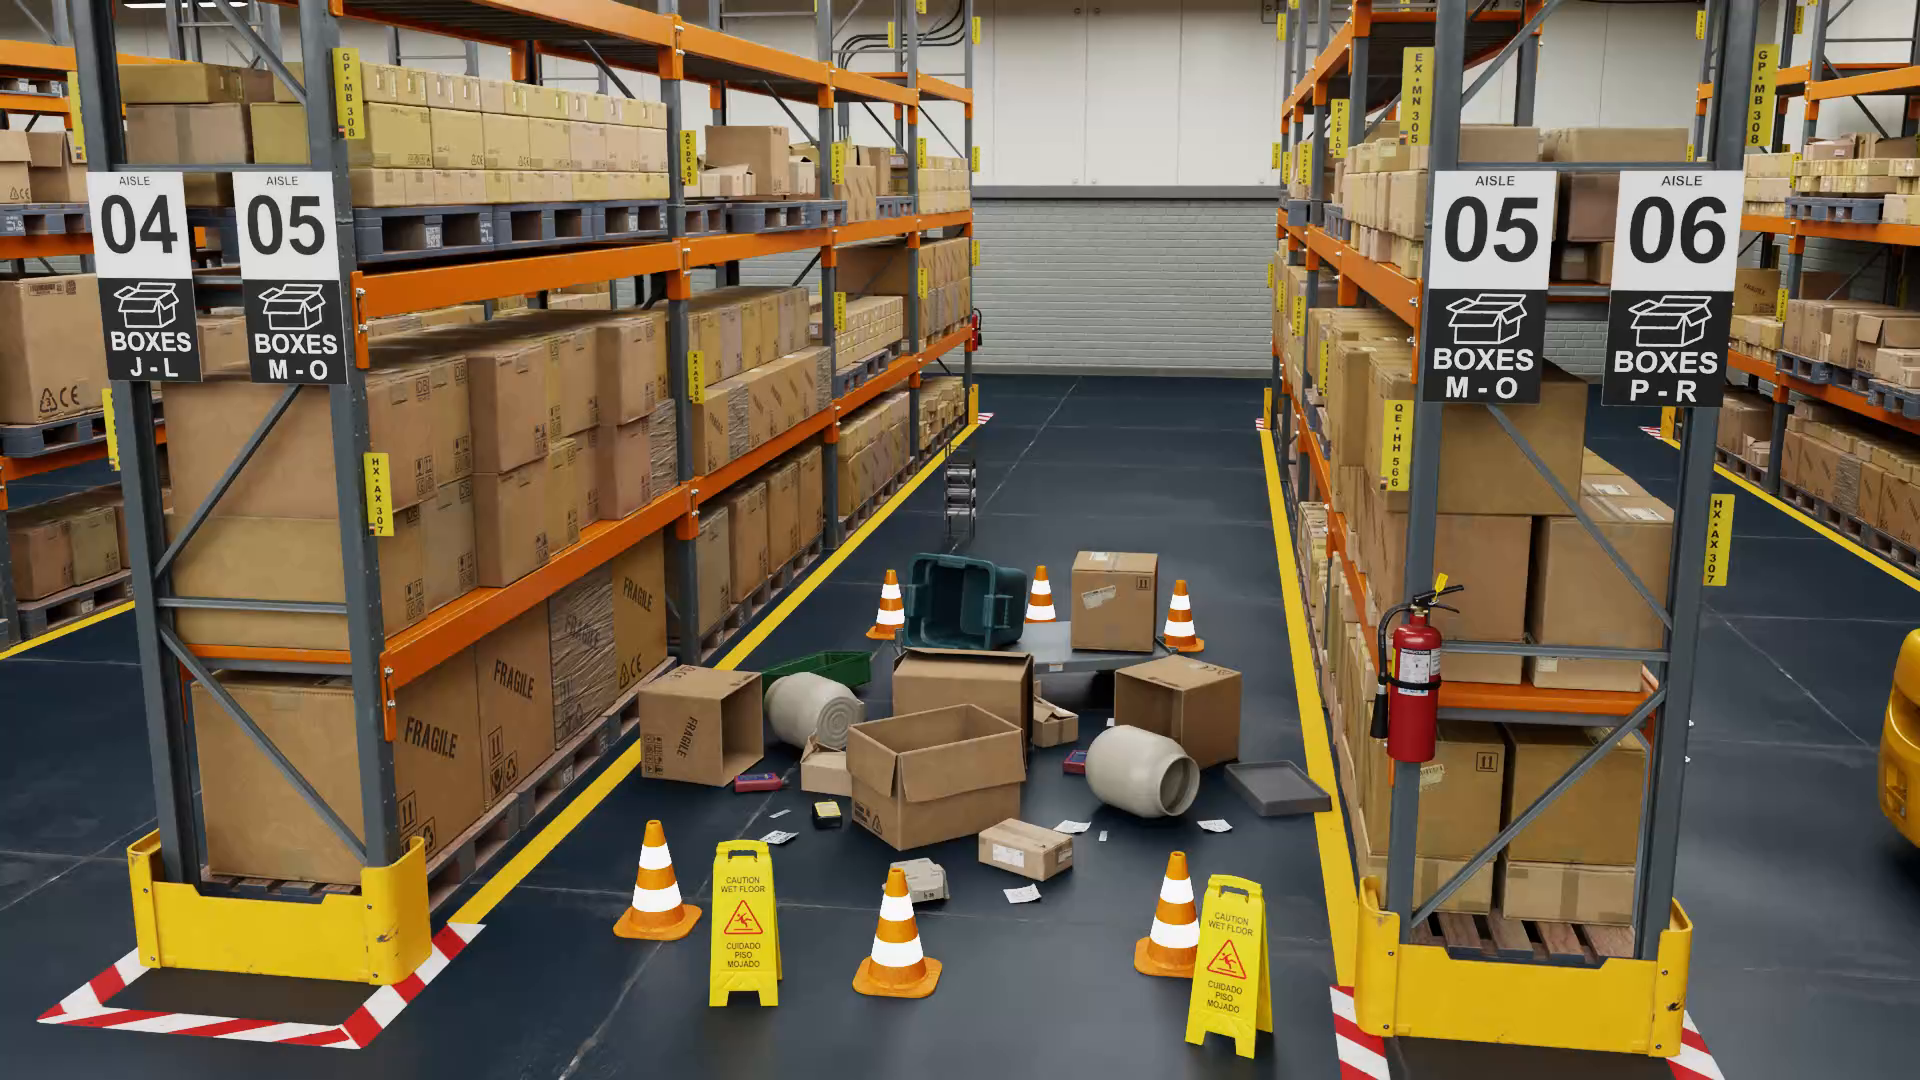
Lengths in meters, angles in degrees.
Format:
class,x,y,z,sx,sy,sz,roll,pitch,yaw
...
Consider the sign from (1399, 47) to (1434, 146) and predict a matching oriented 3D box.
class,x,y,z,sx,sy,sz,roll,pitch,yaw
sign,1.560,-1.515,5.684,0.100,0.325,0.005,2,12,9

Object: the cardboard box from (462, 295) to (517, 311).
class,x,y,z,sx,sy,sz,roll,pitch,yaw
cardboard box,-5.515,-2.943,19.401,0.500,0.500,0.500,2,12,9

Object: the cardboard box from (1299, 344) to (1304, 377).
class,x,y,z,sx,sy,sz,roll,pitch,yaw
cardboard box,3.159,-1.540,14.187,0.500,0.250,0.500,2,12,8

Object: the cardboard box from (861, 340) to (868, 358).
class,x,y,z,sx,sy,sz,roll,pitch,yaw
cardboard box,-1.101,-1.844,16.029,0.380,0.149,0.250,2,12,9

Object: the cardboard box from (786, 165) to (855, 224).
class,x,y,z,sx,sy,sz,roll,pitch,yaw
cardboard box,-1.220,-3.024,14.549,0.500,0.500,0.500,2,12,9

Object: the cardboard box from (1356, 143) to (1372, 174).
class,x,y,z,sx,sy,sz,roll,pitch,yaw
cardboard box,2.222,-1.942,8.466,0.380,0.149,0.250,2,12,8

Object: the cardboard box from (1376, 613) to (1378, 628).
class,x,y,z,sx,sy,sz,roll,pitch,yaw
cardboard box,1.942,0.335,6.916,0.380,0.149,0.250,2,12,8

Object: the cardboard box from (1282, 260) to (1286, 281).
class,x,y,z,sx,sy,sz,roll,pitch,yaw
cardboard box,3.837,-2.842,18.452,0.500,0.500,0.500,2,12,8

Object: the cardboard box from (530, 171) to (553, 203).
class,x,y,z,sx,sy,sz,roll,pitch,yaw
cardboard box,-2.199,-1.708,8.041,0.380,0.149,0.250,2,12,9

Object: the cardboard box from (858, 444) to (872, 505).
class,x,y,z,sx,sy,sz,roll,pitch,yaw
cardboard box,-1.136,-0.626,15.714,0.500,0.500,0.500,2,12,9

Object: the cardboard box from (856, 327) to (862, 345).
class,x,y,z,sx,sy,sz,roll,pitch,yaw
cardboard box,-1.143,-1.937,15.757,0.380,0.149,0.250,2,12,9

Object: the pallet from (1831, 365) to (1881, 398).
class,x,y,z,sx,sy,sz,roll,pitch,yaw
pallet,8.536,-1.411,14.874,1.003,0.211,1.213,2,12,9

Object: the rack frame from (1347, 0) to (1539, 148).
class,x,y,z,sx,sy,sz,roll,pitch,yaw
rack frame,2.721,-3.360,9.222,1.000,3.000,0.127,2,12,9

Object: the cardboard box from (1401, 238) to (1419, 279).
class,x,y,z,sx,sy,sz,roll,pitch,yaw
cardboard box,1.890,-1.074,6.333,0.380,0.149,0.250,2,12,9

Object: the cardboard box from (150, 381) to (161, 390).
class,x,y,z,sx,sy,sz,roll,pitch,yaw
cardboard box,-6.446,-1.364,13.526,0.396,0.266,0.258,2,12,7

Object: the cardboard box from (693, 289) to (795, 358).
class,x,y,z,sx,sy,sz,roll,pitch,yaw
cardboard box,-1.726,-1.738,13.328,0.700,0.500,0.500,2,12,8

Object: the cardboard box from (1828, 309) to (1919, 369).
class,x,y,z,sx,sy,sz,roll,pitch,yaw
cardboard box,8.360,-1.822,15.092,0.700,0.500,0.500,2,12,8

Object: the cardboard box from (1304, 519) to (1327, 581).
class,x,y,z,sx,sy,sz,roll,pitch,yaw
cardboard box,3.134,0.091,12.692,0.950,0.372,0.625,2,12,8

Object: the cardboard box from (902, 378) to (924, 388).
class,x,y,z,sx,sy,sz,roll,pitch,yaw
cardboard box,-0.680,-2.007,21.546,0.380,0.149,0.250,2,12,10

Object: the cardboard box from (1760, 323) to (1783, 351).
class,x,y,z,sx,sy,sz,roll,pitch,yaw
cardboard box,8.694,-2.118,17.352,0.500,0.250,0.500,2,12,10

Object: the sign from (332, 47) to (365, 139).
class,x,y,z,sx,sy,sz,roll,pitch,yaw
sign,-2.254,-1.647,6.131,0.100,0.325,0.005,2,12,9

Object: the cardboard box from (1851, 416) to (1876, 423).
class,x,y,z,sx,sy,sz,roll,pitch,yaw
cardboard box,9.085,-1.147,16.591,0.380,0.149,0.250,1,12,6

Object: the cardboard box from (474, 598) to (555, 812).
class,x,y,z,sx,sy,sz,roll,pitch,yaw
cardboard box,-2.629,0.773,8.332,0.875,0.875,0.875,2,12,8

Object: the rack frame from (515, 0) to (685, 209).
class,x,y,z,sx,sy,sz,roll,pitch,yaw
rack frame,-2.186,-3.499,9.869,1.000,3.000,0.127,2,12,9

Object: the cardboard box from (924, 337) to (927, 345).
class,x,y,z,sx,sy,sz,roll,pitch,yaw
cardboard box,-0.586,-2.327,19.267,0.380,0.149,0.250,1,12,6

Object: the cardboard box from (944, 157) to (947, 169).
class,x,y,z,sx,sy,sz,roll,pitch,yaw
cardboard box,-0.360,-4.498,19.848,0.380,0.149,0.250,2,12,7

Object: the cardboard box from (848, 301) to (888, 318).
class,x,y,z,sx,sy,sz,roll,pitch,yaw
cardboard box,-0.947,-2.351,16.968,0.380,0.149,0.250,2,12,8

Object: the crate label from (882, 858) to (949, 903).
class,x,y,z,sx,sy,sz,roll,pitch,yaw
crate label,-0.193,1.543,7.508,0.250,0.136,0.298,-5,13,-21

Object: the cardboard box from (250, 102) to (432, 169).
class,x,y,z,sx,sy,sz,roll,pitch,yaw
cardboard box,-2.473,-1.618,6.678,0.500,0.250,0.500,2,12,9

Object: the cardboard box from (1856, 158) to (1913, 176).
class,x,y,z,sx,sy,sz,roll,pitch,yaw
cardboard box,8.198,-3.305,14.744,0.380,0.149,0.250,2,12,9

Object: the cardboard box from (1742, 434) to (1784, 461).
class,x,y,z,sx,sy,sz,roll,pitch,yaw
cardboard box,8.707,-1.001,18.010,0.396,0.266,0.258,2,12,11

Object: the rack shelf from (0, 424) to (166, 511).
class,x,y,z,sx,sy,sz,roll,pitch,yaw
rack shelf,-6.764,-0.813,13.352,1.077,0.370,4.000,2,12,9

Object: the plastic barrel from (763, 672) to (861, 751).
class,x,y,z,sx,sy,sz,roll,pitch,yaw
plastic barrel,-0.845,0.979,9.446,0.421,0.421,0.512,-10,16,-40

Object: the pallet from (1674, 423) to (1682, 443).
class,x,y,z,sx,sy,sz,roll,pitch,yaw
pallet,9.338,-1.220,20.153,1.003,0.211,1.213,2,12,9

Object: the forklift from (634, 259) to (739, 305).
class,x,y,z,sx,sy,sz,roll,pitch,yaw
forklift,-2.842,-1.926,16.975,1.130,2.935,3.031,2,12,8

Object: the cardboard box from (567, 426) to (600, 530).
class,x,y,z,sx,sy,sz,roll,pitch,yaw
cardboard box,-2.493,-0.339,9.088,0.875,0.550,0.550,2,12,9

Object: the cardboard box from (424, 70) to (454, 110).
class,x,y,z,sx,sy,sz,roll,pitch,yaw
cardboard box,-2.357,-1.886,6.972,0.380,0.149,0.250,2,12,8

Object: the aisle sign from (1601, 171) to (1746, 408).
class,x,y,z,sx,sy,sz,roll,pitch,yaw
aisle sign,2.402,-0.842,5.610,0.394,0.787,0.004,2,12,9

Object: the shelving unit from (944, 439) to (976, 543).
class,x,y,z,sx,sy,sz,roll,pitch,yaw
shelving unit,0.001,-0.442,14.906,0.258,0.900,0.210,2,12,9

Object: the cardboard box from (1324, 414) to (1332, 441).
class,x,y,z,sx,sy,sz,roll,pitch,yaw
cardboard box,2.589,-0.735,10.881,0.380,0.149,0.250,2,12,8

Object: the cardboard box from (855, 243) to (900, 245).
class,x,y,z,sx,sy,sz,roll,pitch,yaw
cardboard box,-0.984,-3.235,19.568,0.500,0.500,0.500,2,12,10

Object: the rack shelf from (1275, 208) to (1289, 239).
class,x,y,z,sx,sy,sz,roll,pitch,yaw
rack shelf,4.259,-3.623,19.273,1.077,0.370,4.000,2,12,9

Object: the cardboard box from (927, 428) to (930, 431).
class,x,y,z,sx,sy,sz,roll,pitch,yaw
cardboard box,-0.554,-1.217,19.293,0.380,0.149,0.250,2,12,8

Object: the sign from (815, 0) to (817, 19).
class,x,y,z,sx,sy,sz,roll,pitch,yaw
sign,-1.489,-5.681,17.589,0.100,0.325,0.005,2,12,9

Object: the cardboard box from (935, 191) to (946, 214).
class,x,y,z,sx,sy,sz,roll,pitch,yaw
cardboard box,-0.456,-3.925,19.321,0.500,0.250,0.500,2,12,11

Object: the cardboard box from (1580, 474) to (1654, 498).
class,x,y,z,sx,sy,sz,roll,pitch,yaw
cardboard box,2.529,0.014,6.865,0.500,0.500,0.500,2,12,10

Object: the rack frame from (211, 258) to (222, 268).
class,x,y,z,sx,sy,sz,roll,pitch,yaw
rack frame,-10.120,-3.406,23.680,1.000,3.000,0.127,2,12,9

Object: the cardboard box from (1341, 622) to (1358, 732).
class,x,y,z,sx,sy,sz,roll,pitch,yaw
cardboard box,2.211,0.679,8.472,0.500,0.500,0.500,3,12,12

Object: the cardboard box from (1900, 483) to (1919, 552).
class,x,y,z,sx,sy,sz,roll,pitch,yaw
cardboard box,8.094,-0.178,13.635,0.500,0.500,0.500,2,12,10

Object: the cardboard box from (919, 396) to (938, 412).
class,x,y,z,sx,sy,sz,roll,pitch,yaw
cardboard box,-0.469,-1.614,19.721,0.380,0.149,0.250,2,12,10

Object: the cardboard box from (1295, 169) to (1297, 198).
class,x,y,z,sx,sy,sz,roll,pitch,yaw
cardboard box,3.324,-3.329,15.523,0.396,0.266,0.258,3,13,13

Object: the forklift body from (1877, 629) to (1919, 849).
class,x,y,z,sx,sy,sz,roll,pitch,yaw
forklift body,5.500,0.527,7.443,2.313,2.155,1.214,2,12,9

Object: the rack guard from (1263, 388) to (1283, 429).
class,x,y,z,sx,sy,sz,roll,pitch,yaw
rack guard,4.570,-1.708,21.732,1.175,0.500,0.348,2,12,9

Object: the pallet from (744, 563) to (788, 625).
class,x,y,z,sx,sy,sz,roll,pitch,yaw
pallet,-1.957,0.379,12.733,1.003,0.211,1.213,2,12,9

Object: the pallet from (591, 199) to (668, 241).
class,x,y,z,sx,sy,sz,roll,pitch,yaw
pallet,-2.322,-1.819,9.405,1.003,0.211,1.213,2,12,9

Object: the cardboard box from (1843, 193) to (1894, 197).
class,x,y,z,sx,sy,sz,roll,pitch,yaw
cardboard box,9.215,-3.567,16.953,0.500,0.250,0.500,2,12,7

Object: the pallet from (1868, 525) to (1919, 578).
class,x,y,z,sx,sy,sz,roll,pitch,yaw
pallet,8.393,0.110,13.984,1.003,0.211,1.213,2,12,9
